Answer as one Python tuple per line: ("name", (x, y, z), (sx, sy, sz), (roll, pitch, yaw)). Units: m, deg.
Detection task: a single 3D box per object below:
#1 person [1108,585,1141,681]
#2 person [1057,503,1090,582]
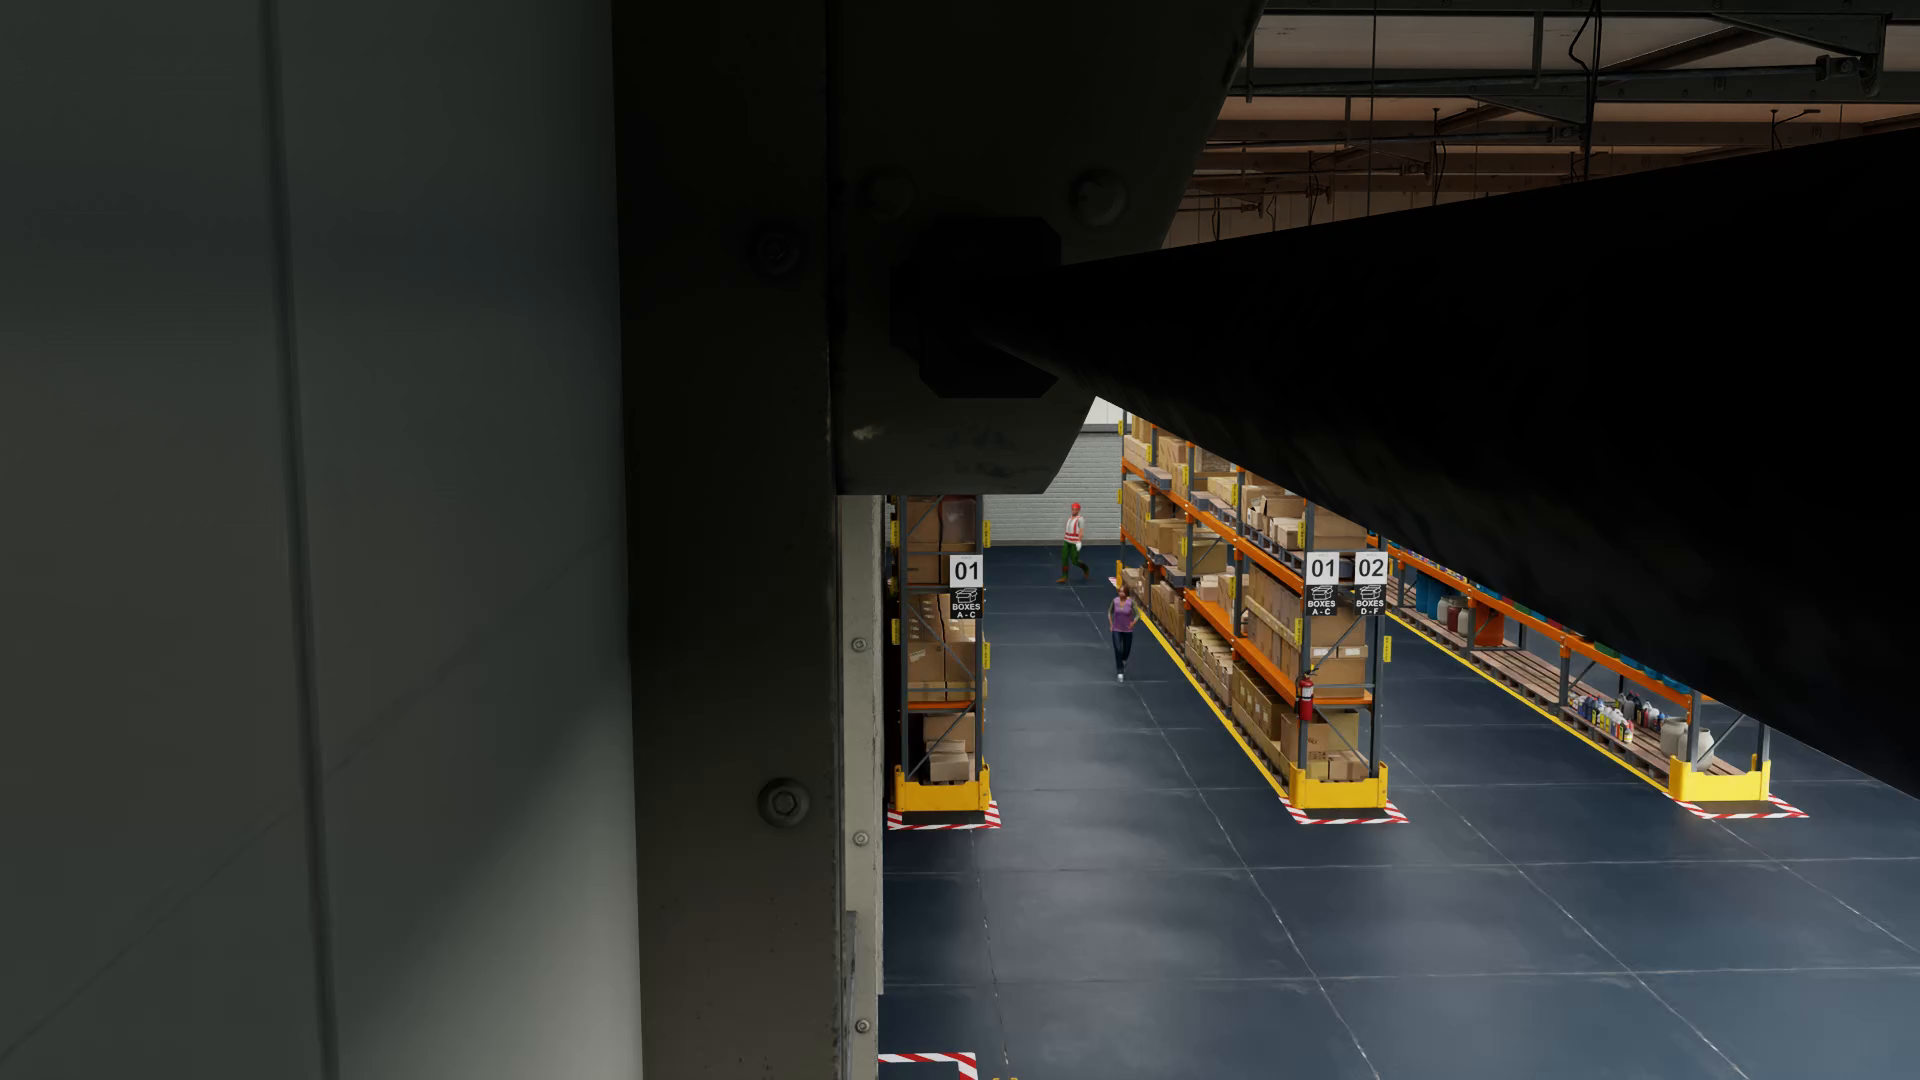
("person", (2.722, 1.514, 27.601), (0.538, 1.588, 0.649), (0, 8, 1))
("person", (2.529, 0.061, 36.618), (0.765, 1.770, 0.582), (-6, 10, -34))
